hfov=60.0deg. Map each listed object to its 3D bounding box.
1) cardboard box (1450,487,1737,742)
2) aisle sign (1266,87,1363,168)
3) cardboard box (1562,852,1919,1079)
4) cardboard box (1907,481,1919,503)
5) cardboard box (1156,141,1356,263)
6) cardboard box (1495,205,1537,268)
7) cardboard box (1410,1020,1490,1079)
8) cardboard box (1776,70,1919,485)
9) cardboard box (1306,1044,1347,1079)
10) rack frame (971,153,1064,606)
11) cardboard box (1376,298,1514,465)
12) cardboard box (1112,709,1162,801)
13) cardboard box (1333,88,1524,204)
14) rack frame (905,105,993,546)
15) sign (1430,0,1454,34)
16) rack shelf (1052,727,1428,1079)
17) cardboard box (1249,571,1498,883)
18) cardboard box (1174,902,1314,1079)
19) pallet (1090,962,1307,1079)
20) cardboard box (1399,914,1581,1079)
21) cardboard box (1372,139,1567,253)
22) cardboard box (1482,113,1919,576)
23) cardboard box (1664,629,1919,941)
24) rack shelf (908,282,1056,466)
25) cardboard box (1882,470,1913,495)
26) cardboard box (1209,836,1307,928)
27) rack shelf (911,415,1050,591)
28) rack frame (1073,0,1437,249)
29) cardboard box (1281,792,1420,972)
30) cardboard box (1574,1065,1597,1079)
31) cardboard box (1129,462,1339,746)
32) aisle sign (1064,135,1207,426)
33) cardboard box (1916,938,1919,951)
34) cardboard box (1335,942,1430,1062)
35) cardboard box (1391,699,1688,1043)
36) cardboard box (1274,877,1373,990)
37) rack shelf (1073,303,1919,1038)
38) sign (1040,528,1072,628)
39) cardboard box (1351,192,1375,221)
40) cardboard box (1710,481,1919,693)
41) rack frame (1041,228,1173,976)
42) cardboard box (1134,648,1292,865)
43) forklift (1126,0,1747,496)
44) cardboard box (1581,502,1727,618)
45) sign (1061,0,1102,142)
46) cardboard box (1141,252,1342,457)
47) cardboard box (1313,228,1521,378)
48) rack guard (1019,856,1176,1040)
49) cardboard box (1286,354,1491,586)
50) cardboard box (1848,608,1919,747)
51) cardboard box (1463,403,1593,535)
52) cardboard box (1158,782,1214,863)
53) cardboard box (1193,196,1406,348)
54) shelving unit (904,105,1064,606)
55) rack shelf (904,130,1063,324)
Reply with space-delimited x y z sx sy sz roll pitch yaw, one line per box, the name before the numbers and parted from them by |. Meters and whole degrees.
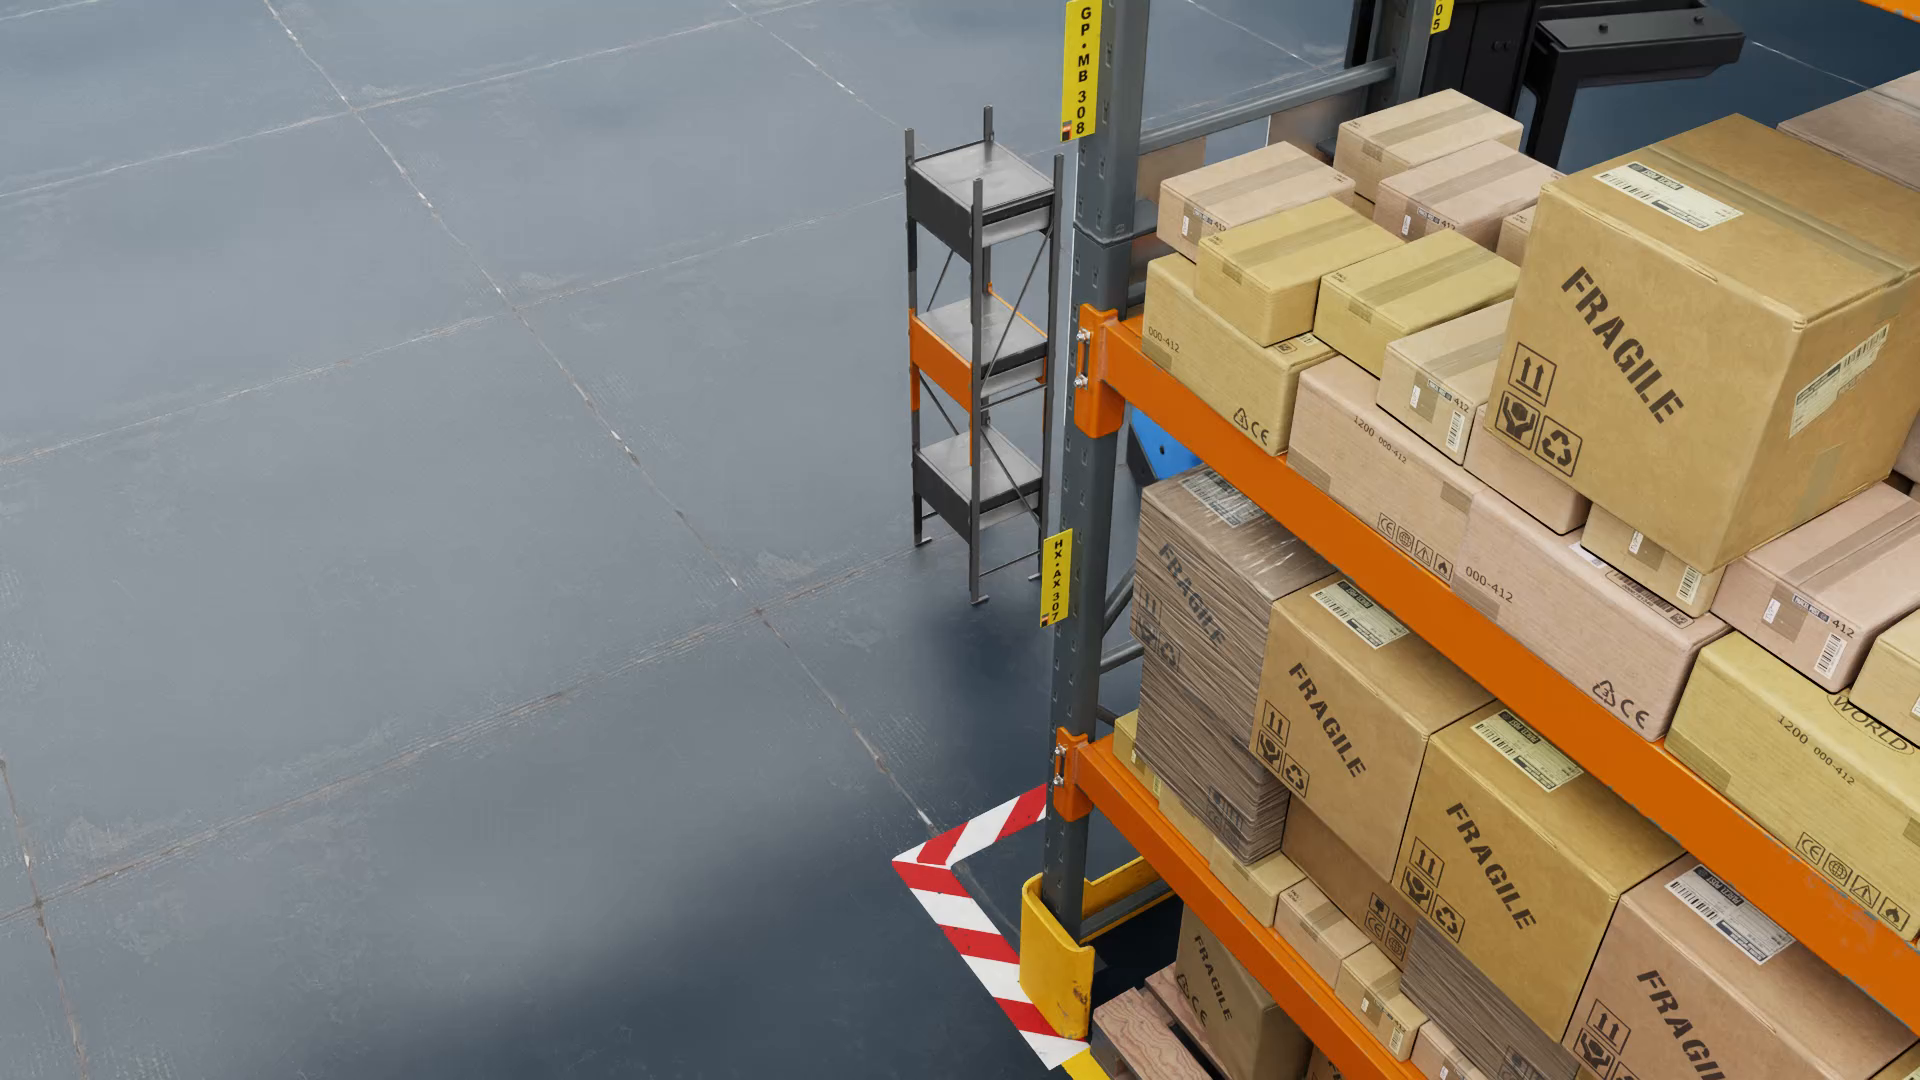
cardboard box | 1.316 0.054 3.177 0.500 0.250 0.500 -22 45 -25
aisle sign | 0.949 -0.881 4.494 0.394 0.787 0.004 -22 45 -24
cardboard box | 1.602 0.918 3.274 0.500 0.500 0.500 -22 45 -24
cardboard box | 1.943 -0.082 3.028 0.380 0.149 0.250 -25 46 -26
cardboard box | 0.683 -0.765 3.848 0.380 0.149 0.250 -23 45 -25
cardboard box | 1.422 -0.660 3.722 0.380 0.149 0.250 -24 46 -26
cardboard box | 1.359 1.259 4.152 0.380 0.149 0.250 -22 45 -24
cardboard box | 1.776 -0.493 3.015 0.500 0.500 0.500 -22 45 -24
cardboard box | 1.401 1.707 5.043 0.500 0.500 0.500 -11 41 -13
rack frame | 0.220 -0.586 6.873 0.400 2.100 0.015 -22 45 -24
cardboard box | 1.066 -0.326 3.322 0.380 0.149 0.250 -20 44 -23
cardboard box | 0.682 0.587 4.959 0.380 0.149 0.250 -22 45 -24
cardboard box | 1.142 -0.951 4.071 0.380 0.149 0.250 -22 45 -24
rack frame | -0.042 -0.849 7.189 0.400 2.100 0.015 -22 45 -24
sign | 1.208 -1.418 4.134 0.100 0.325 0.005 -22 45 -24
rack shelf | 1.805 1.611 4.097 1.077 0.370 4.000 -22 45 -24
cardboard box | 1.058 0.381 3.919 0.500 0.500 0.500 -22 45 -24
cardboard box | 1.051 1.396 5.416 0.500 0.500 0.500 -14 42 -17
pallet | 1.177 1.818 5.464 1.003 0.211 1.213 -22 45 -24
cardboard box | 1.604 0.922 4.051 0.875 0.500 0.500 -22 45 -24
cardboard box | 1.183 -0.770 3.854 0.380 0.149 0.250 -24 45 -26
cardboard box | 1.300 -0.348 2.841 0.500 0.500 0.500 -22 45 -25
cardboard box | 1.600 0.333 2.842 0.500 0.250 0.500 -21 44 -23
rack shelf | 0.089 -0.707 7.040 0.431 0.518 0.480 -22 45 -24
cardboard box | 1.835 -0.246 3.225 0.380 0.149 0.250 -24 46 -26
cardboard box | 0.922 0.869 4.621 0.380 0.149 0.250 -22 45 -24
rack shelf | 0.089 -0.169 7.488 0.431 0.518 0.480 -22 45 -24
rack frame | 0.729 -2.050 3.241 1.000 3.000 0.127 -22 45 -24
cardboard box | 1.372 0.637 4.393 0.875 0.500 0.500 -22 45 -24
cardboard box | 1.863 1.196 3.722 0.875 0.500 0.500 -22 45 -24
cardboard box | 0.795 0.109 4.246 0.500 0.500 0.500 -22 45 -24
aisle sign | 0.443 -0.674 4.246 0.394 0.787 0.004 -22 45 -24
cardboard box | 1.864 0.604 2.517 0.500 0.250 0.500 -23 45 -25
cardboard box | 1.202 1.134 4.303 0.380 0.149 0.250 -22 45 -24
cardboard box | 1.328 0.650 3.596 0.500 0.500 0.500 -22 45 -24
cardboard box | 1.074 0.997 4.468 0.380 0.149 0.250 -22 45 -24
rack shelf | 1.805 0.458 3.136 1.077 0.370 4.000 -22 45 -24
sign | 0.272 0.109 4.660 0.100 0.325 0.005 -22 45 -24
cardboard box | 1.203 -0.667 4.042 0.500 0.250 0.500 -21 44 -23
cardboard box | 1.527 0.067 2.849 0.380 0.149 0.250 -23 45 -25
rack frame | 0.729 0.255 5.162 1.000 3.000 0.127 -22 45 -24
cardboard box | 1.002 0.408 4.667 0.875 0.500 0.500 -22 45 -24
forklift | 2.384 -1.370 7.165 3.031 2.935 1.130 -7 40 -8
cardboard box | 1.353 -0.051 2.991 0.380 0.149 0.250 -24 46 -26
sign | 0.272 -1.047 3.697 0.100 0.325 0.005 -22 45 -24
cardboard box | 0.771 -0.491 3.831 0.500 0.250 0.500 -21 44 -23
cardboard box | 0.980 -0.498 3.527 0.380 0.149 0.250 -23 45 -25
rack guard | 0.770 1.256 5.913 1.175 0.500 0.348 -22 45 -24
cardboard box | 1.053 -0.215 3.499 0.500 0.250 0.500 -23 45 -25
cardboard box | 1.678 0.204 2.685 0.380 0.149 0.250 -24 45 -26
cardboard box | 1.194 -0.194 3.163 0.380 0.149 0.250 -22 45 -25
cardboard box | 0.800 0.729 4.789 0.380 0.149 0.250 -22 45 -24
cardboard box | 0.740 -0.592 3.640 0.380 0.149 0.250 -21 44 -23
shelving unit | 0.089 -0.717 7.031 0.431 2.100 0.503 -22 45 -24
rack shelf | 0.089 -1.245 6.592 0.431 0.518 0.480 -22 45 -24
